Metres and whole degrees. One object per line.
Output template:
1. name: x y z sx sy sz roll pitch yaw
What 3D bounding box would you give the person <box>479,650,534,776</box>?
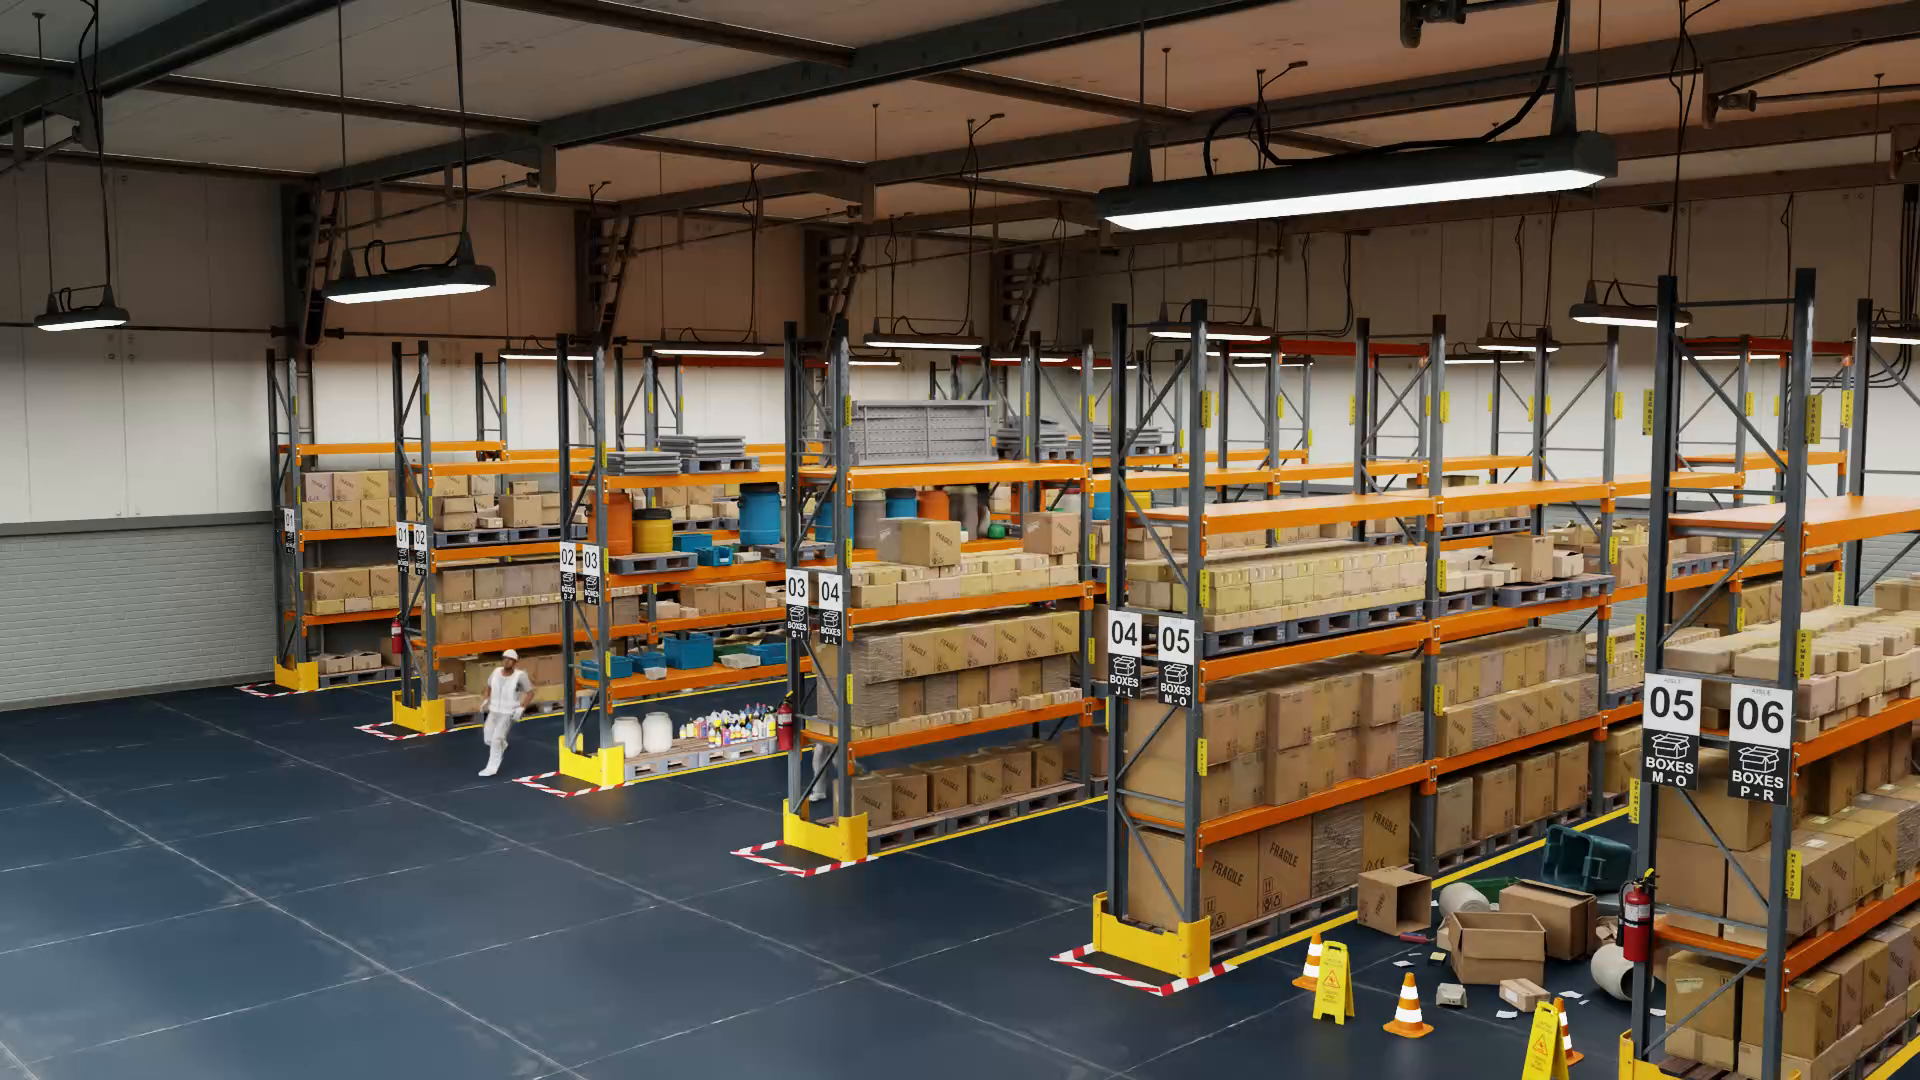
1. person: -6.199 2.346 22.728 0.727 1.711 0.660 1 5 14

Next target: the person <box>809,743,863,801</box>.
1. person: -1.625 2.481 21.370 0.592 1.646 0.907 5 7 42
